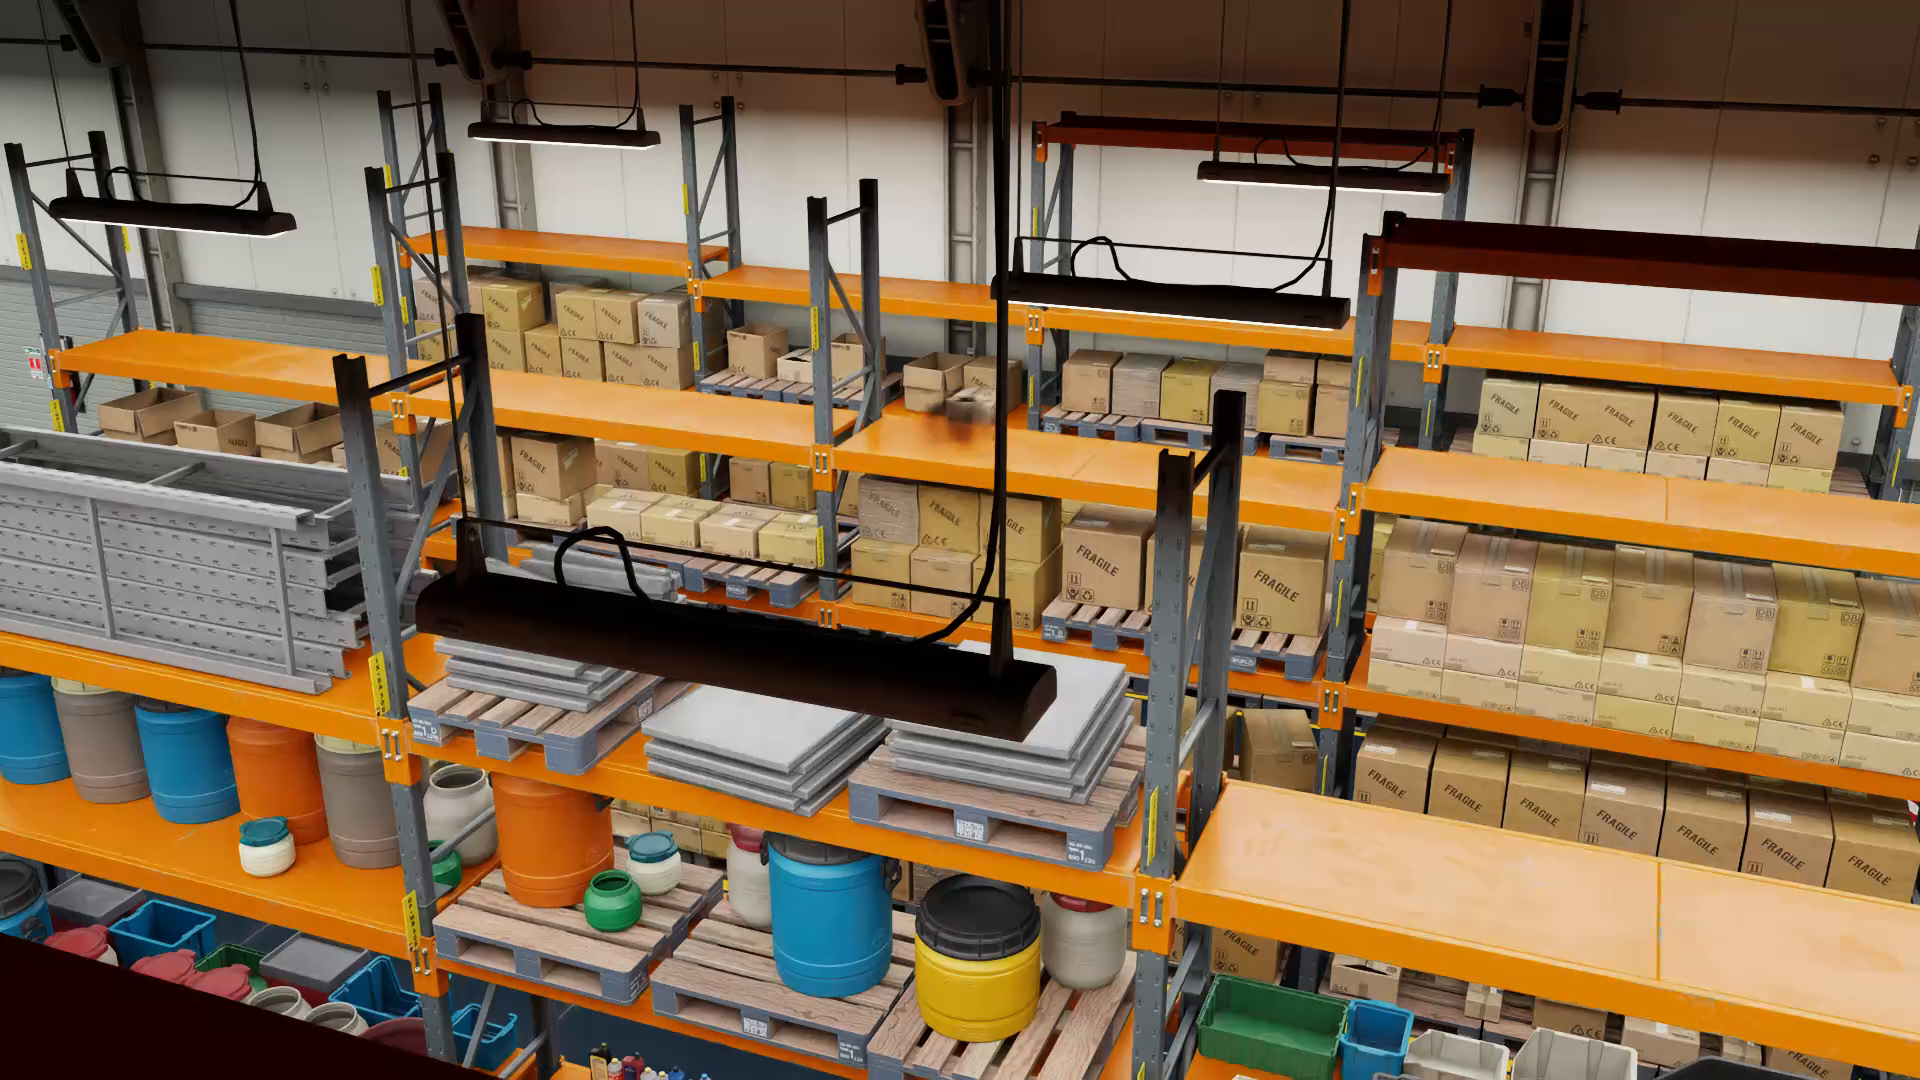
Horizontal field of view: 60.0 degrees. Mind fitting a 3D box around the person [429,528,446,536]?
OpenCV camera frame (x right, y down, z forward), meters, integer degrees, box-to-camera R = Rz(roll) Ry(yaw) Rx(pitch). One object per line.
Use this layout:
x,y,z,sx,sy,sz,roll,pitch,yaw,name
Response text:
-5.720,0.653,18.440,0.533,1.753,0.348,6,22,16,person
